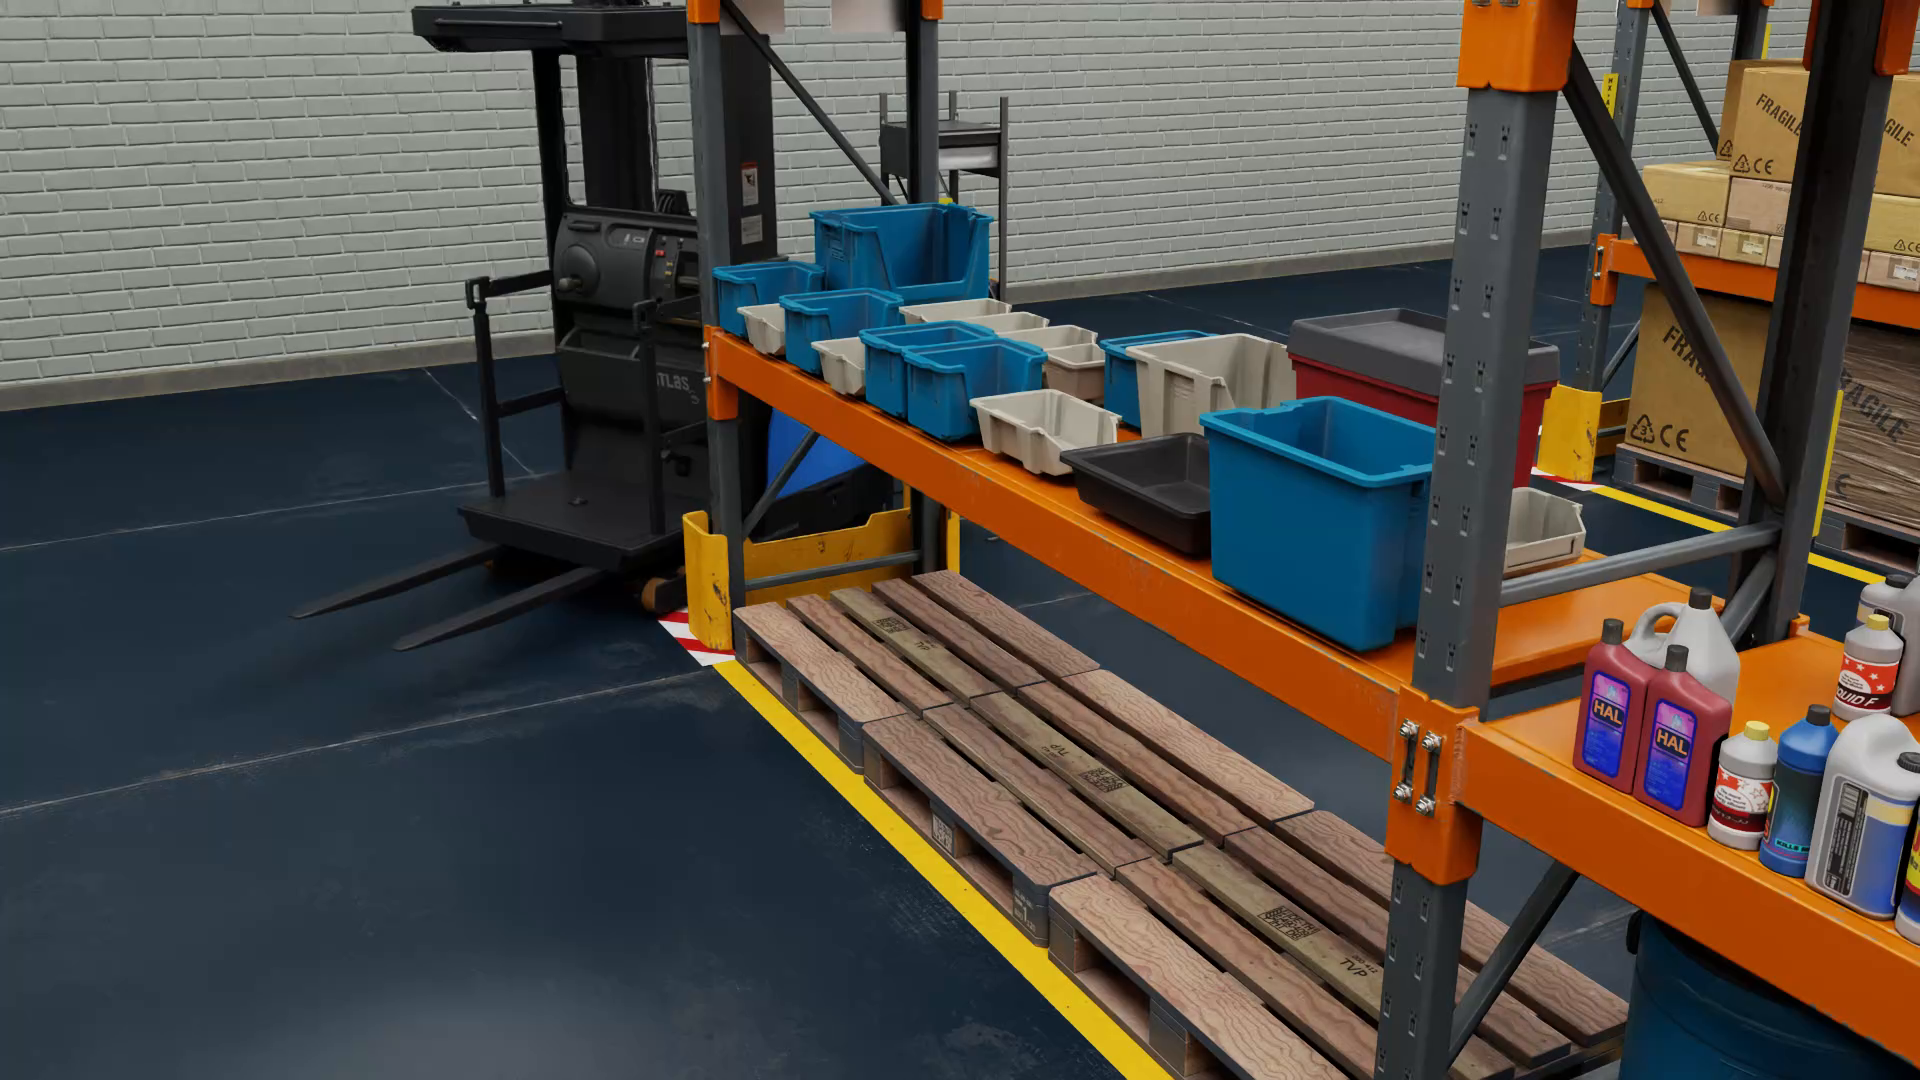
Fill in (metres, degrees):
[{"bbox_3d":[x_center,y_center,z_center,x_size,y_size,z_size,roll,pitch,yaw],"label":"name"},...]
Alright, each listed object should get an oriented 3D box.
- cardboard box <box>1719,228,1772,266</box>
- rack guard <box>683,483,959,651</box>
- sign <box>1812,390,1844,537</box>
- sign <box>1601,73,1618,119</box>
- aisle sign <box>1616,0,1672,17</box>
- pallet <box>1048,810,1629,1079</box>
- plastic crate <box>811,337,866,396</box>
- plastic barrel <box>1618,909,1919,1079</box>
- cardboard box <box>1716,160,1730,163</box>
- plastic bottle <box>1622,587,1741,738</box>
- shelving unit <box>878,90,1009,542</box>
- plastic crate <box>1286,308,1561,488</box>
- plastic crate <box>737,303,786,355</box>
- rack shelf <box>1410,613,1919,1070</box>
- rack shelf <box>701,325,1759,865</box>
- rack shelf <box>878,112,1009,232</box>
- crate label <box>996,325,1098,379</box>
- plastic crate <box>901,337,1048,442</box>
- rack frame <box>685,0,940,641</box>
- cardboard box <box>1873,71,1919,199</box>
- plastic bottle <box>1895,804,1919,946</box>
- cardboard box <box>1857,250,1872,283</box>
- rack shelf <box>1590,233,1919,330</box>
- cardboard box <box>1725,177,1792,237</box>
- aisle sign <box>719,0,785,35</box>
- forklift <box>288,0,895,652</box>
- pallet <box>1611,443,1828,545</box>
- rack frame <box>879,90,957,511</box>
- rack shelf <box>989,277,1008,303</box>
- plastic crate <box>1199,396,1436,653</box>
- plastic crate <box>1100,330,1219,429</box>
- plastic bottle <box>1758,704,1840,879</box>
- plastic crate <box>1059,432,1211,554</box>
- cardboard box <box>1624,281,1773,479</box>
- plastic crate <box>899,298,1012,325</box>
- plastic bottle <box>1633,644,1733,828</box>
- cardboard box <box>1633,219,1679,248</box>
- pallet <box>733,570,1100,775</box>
[{"bbox_3d":[3.929,-1.438,8.086,0.380,0.149,0.250,-11,22,-28],"label":"cardboard box"},{"bbox_3d":[-0.576,0.087,7.112,1.175,0.500,0.348,-10,21,-27],"label":"rack guard"},{"bbox_3d":[1.832,-0.157,3.563,0.100,0.325,0.005,-10,21,-27],"label":"sign"},{"bbox_3d":[3.315,-2.219,8.515,0.100,0.325,0.005,-10,21,-27],"label":"sign"},{"bbox_3d":[3.508,-3.060,8.415,0.394,0.787,0.004,-10,21,-27],"label":"aisle sign"},{"bbox_3d":[0.963,1.172,4.412,1.003,0.211,1.213,-10,21,-27],"label":"pallet"},{"bbox_3d":[-0.324,-0.572,5.502,0.250,0.136,0.298,-10,21,-27],"label":"plastic crate"},{"bbox_3d":[1.590,1.011,3.176,0.600,0.901,0.708,-10,21,-27],"label":"plastic barrel"},{"bbox_3d":[4.270,-1.828,8.606,0.500,0.250,0.500,-10,22,-28],"label":"cardboard box"},{"bbox_3d":[1.248,0.245,2.899,0.144,0.351,0.185,-10,21,-27],"label":"plastic bottle"},{"bbox_3d":[-0.079,-1.040,7.927,0.431,2.100,0.503,-10,21,-27],"label":"shelving unit"},{"bbox_3d":[1.143,-0.295,4.198,0.402,0.464,0.583,-10,21,-27],"label":"plastic crate"},{"bbox_3d":[-0.646,-0.766,6.066,0.250,0.136,0.298,-10,21,-27],"label":"plastic crate"},{"bbox_3d":[2.296,0.973,1.816,1.077,0.370,4.000,-10,21,-27],"label":"rack shelf"},{"bbox_3d":[0.397,-0.175,5.144,1.077,0.370,4.000,-10,21,-27],"label":"rack shelf"},{"bbox_3d":[-0.079,-1.689,7.703,0.431,0.518,0.480,-10,21,-27],"label":"rack shelf"},{"bbox_3d":[0.272,-0.626,5.658,0.396,0.136,0.243,-10,21,-27],"label":"crate label"},{"bbox_3d":[0.042,-0.453,5.010,0.416,0.233,0.300,-10,21,-27],"label":"plastic crate"},{"bbox_3d":[-0.553,-1.090,6.690,1.000,3.000,0.127,-10,21,-27],"label":"rack frame"},{"bbox_3d":[4.285,-1.810,7.402,0.500,0.500,0.500,-11,22,-28],"label":"cardboard box"},{"bbox_3d":[1.436,0.454,2.414,0.097,0.271,0.097,0,19,0],"label":"plastic bottle"},{"bbox_3d":[4.174,-1.290,7.657,0.380,0.149,0.250,-10,22,-28],"label":"cardboard box"},{"bbox_3d":[4.756,-0.943,7.367,1.077,0.370,4.000,-10,21,-27],"label":"rack shelf"},{"bbox_3d":[4.049,-1.599,7.940,0.500,0.250,0.500,-10,22,-27],"label":"cardboard box"},{"bbox_3d":[-0.848,-2.293,6.193,0.394,0.787,0.004,-10,21,-27],"label":"aisle sign"},{"bbox_3d":[-1.558,-1.232,7.208,1.130,2.935,3.031,12,22,31],"label":"forklift"},{"bbox_3d":[4.255,-0.321,8.738,1.003,0.211,1.213,-10,21,-27],"label":"pallet"},{"bbox_3d":[-0.195,-1.110,8.130,0.400,2.100,0.015,-10,21,-27],"label":"rack frame"},{"bbox_3d":[-0.079,-1.027,7.931,0.431,0.518,0.480,-10,21,-27],"label":"rack shelf"},{"bbox_3d":[0.825,-0.043,3.591,0.392,0.384,0.575,-10,21,-27],"label":"plastic crate"},{"bbox_3d":[0.648,-0.489,5.114,0.416,0.233,0.300,-10,21,-27],"label":"plastic crate"},{"bbox_3d":[1.326,0.387,2.607,0.097,0.271,0.097,0,19,0],"label":"plastic bottle"},{"bbox_3d":[0.579,-0.119,4.208,0.437,0.125,0.590,-10,21,-27],"label":"plastic crate"},{"bbox_3d":[4.180,-0.880,8.695,0.875,0.875,0.875,-10,21,-27],"label":"cardboard box"},{"bbox_3d":[-0.006,-0.787,6.126,0.396,0.136,0.243,-10,21,-27],"label":"plastic crate"},{"bbox_3d":[1.209,0.324,2.774,0.061,0.283,0.133,-10,21,-27],"label":"plastic bottle"},{"bbox_3d":[3.684,-1.585,8.511,0.380,0.149,0.250,-10,21,-26],"label":"cardboard box"},{"bbox_3d":[-0.195,0.471,6.442,1.003,0.211,1.213,-10,21,-27],"label":"pallet"}]
